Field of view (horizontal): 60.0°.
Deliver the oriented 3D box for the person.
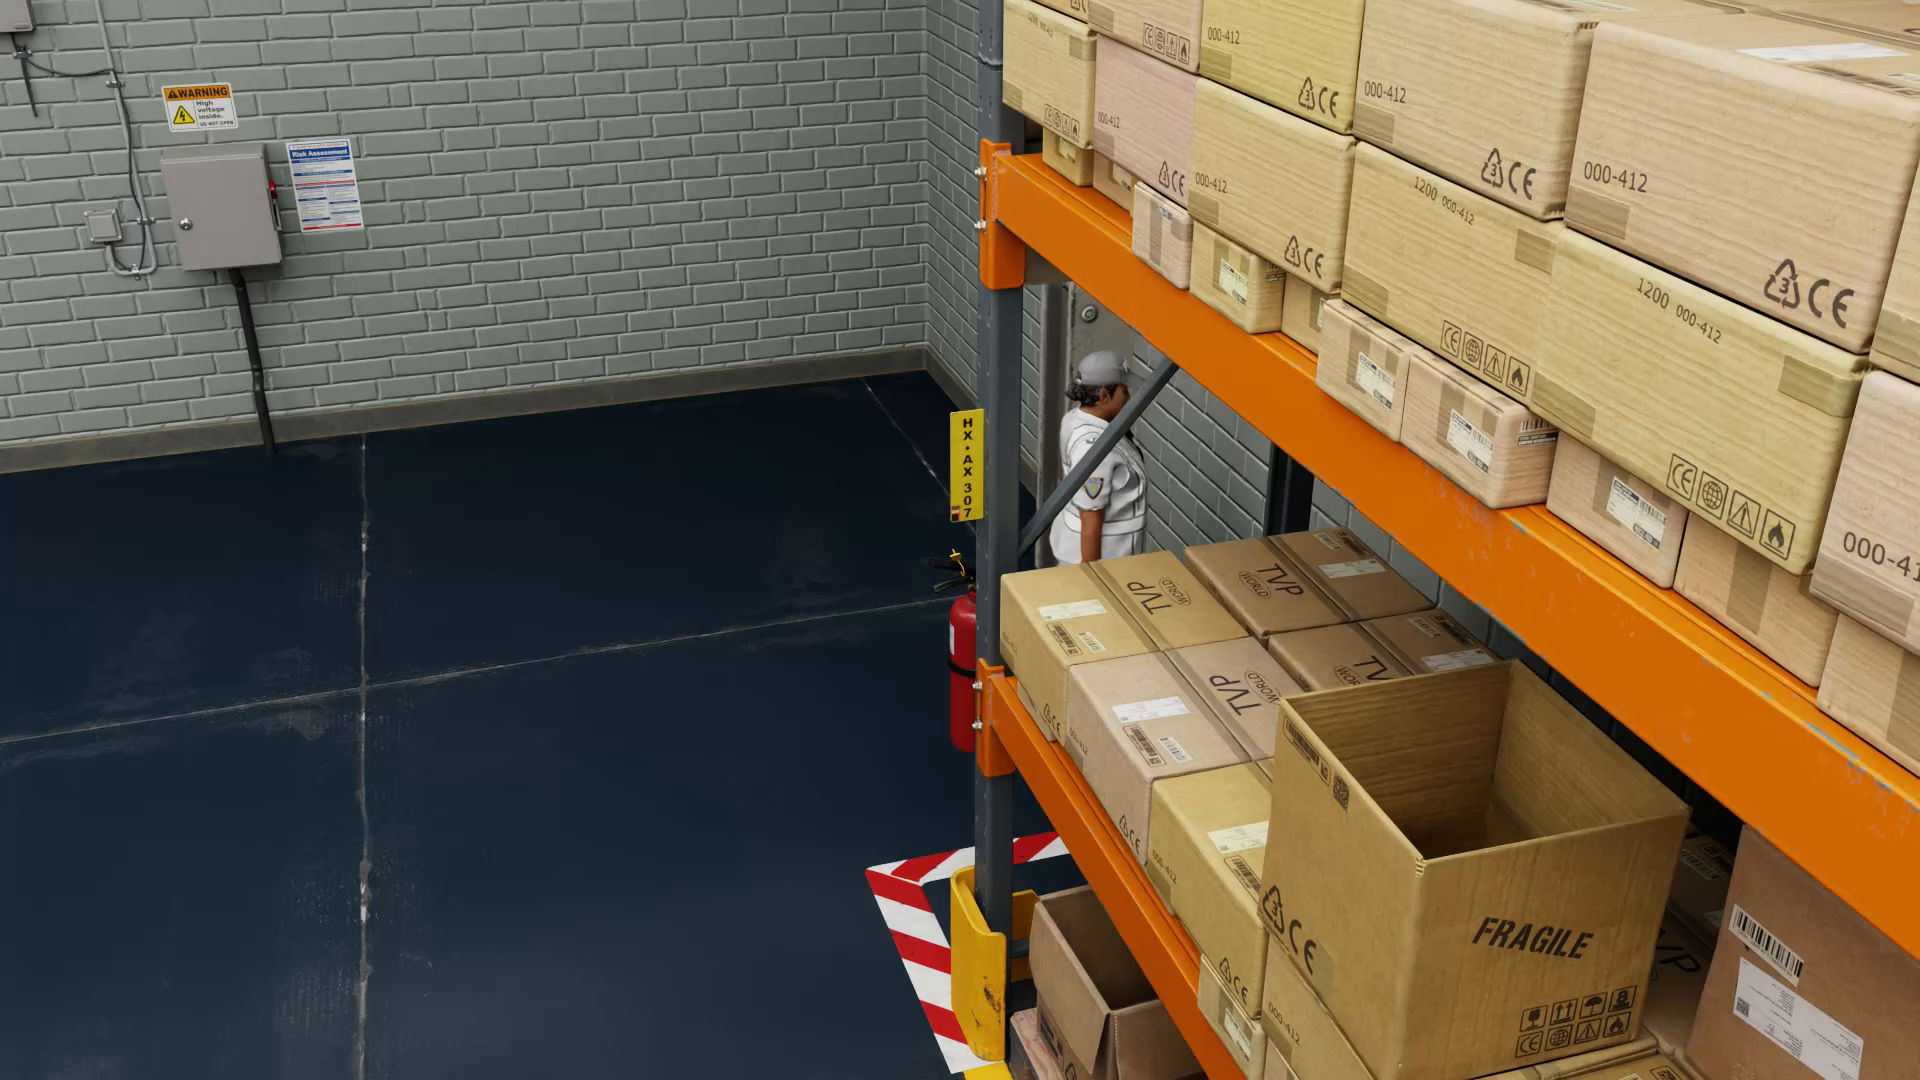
[{"bbox_3d":[0.555,0.058,6.474,0.528,1.651,0.491,-1,27,-1],"label":"person"}]
